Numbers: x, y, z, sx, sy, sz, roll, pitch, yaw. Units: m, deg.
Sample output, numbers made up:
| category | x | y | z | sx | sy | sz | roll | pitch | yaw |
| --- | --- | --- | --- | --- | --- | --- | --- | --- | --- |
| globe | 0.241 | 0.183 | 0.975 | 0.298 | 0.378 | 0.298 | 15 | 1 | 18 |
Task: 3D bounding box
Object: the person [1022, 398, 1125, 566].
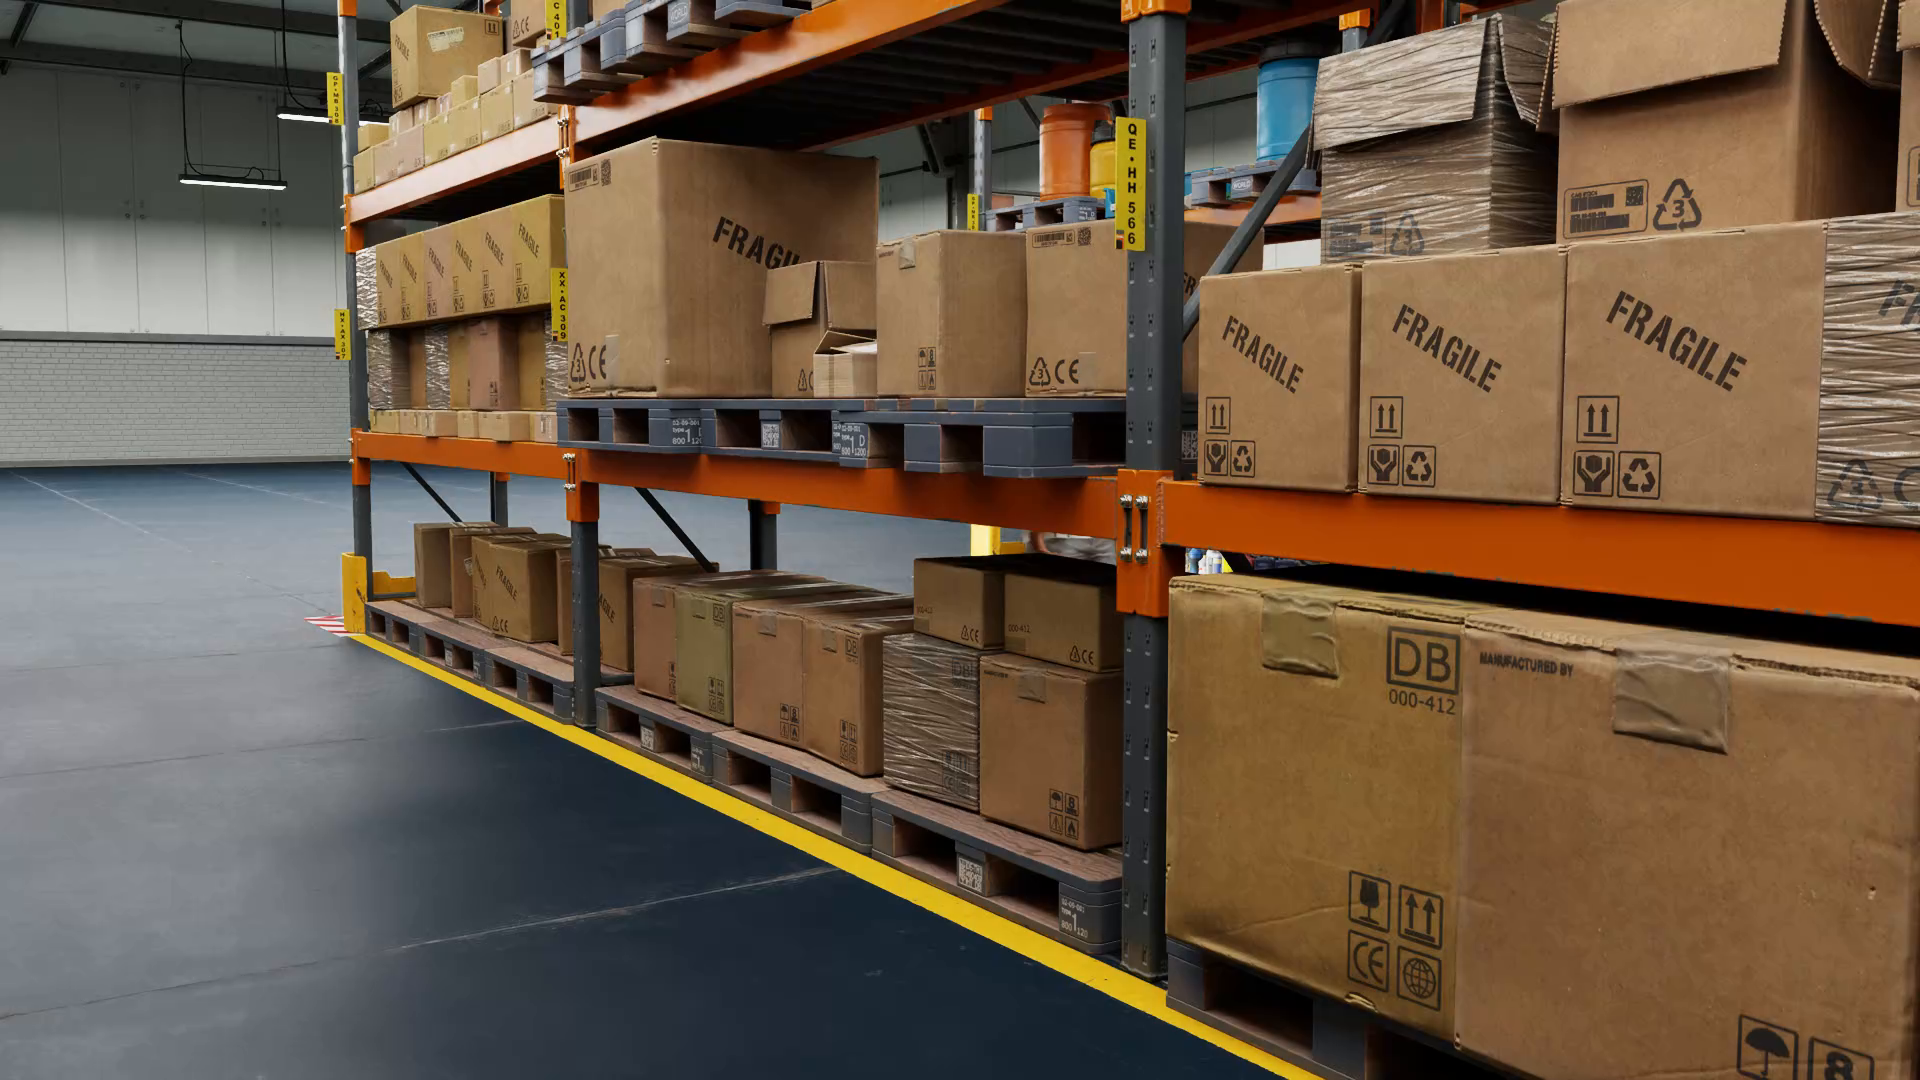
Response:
| category | x | y | z | sx | sy | sz | roll | pitch | yaw |
| --- | --- | --- | --- | --- | --- | --- | --- | --- | --- |
| person | 0.526 | 0.047 | 7.487 | 0.546 | 1.665 | 0.469 | -3 | 6 | -36 |
